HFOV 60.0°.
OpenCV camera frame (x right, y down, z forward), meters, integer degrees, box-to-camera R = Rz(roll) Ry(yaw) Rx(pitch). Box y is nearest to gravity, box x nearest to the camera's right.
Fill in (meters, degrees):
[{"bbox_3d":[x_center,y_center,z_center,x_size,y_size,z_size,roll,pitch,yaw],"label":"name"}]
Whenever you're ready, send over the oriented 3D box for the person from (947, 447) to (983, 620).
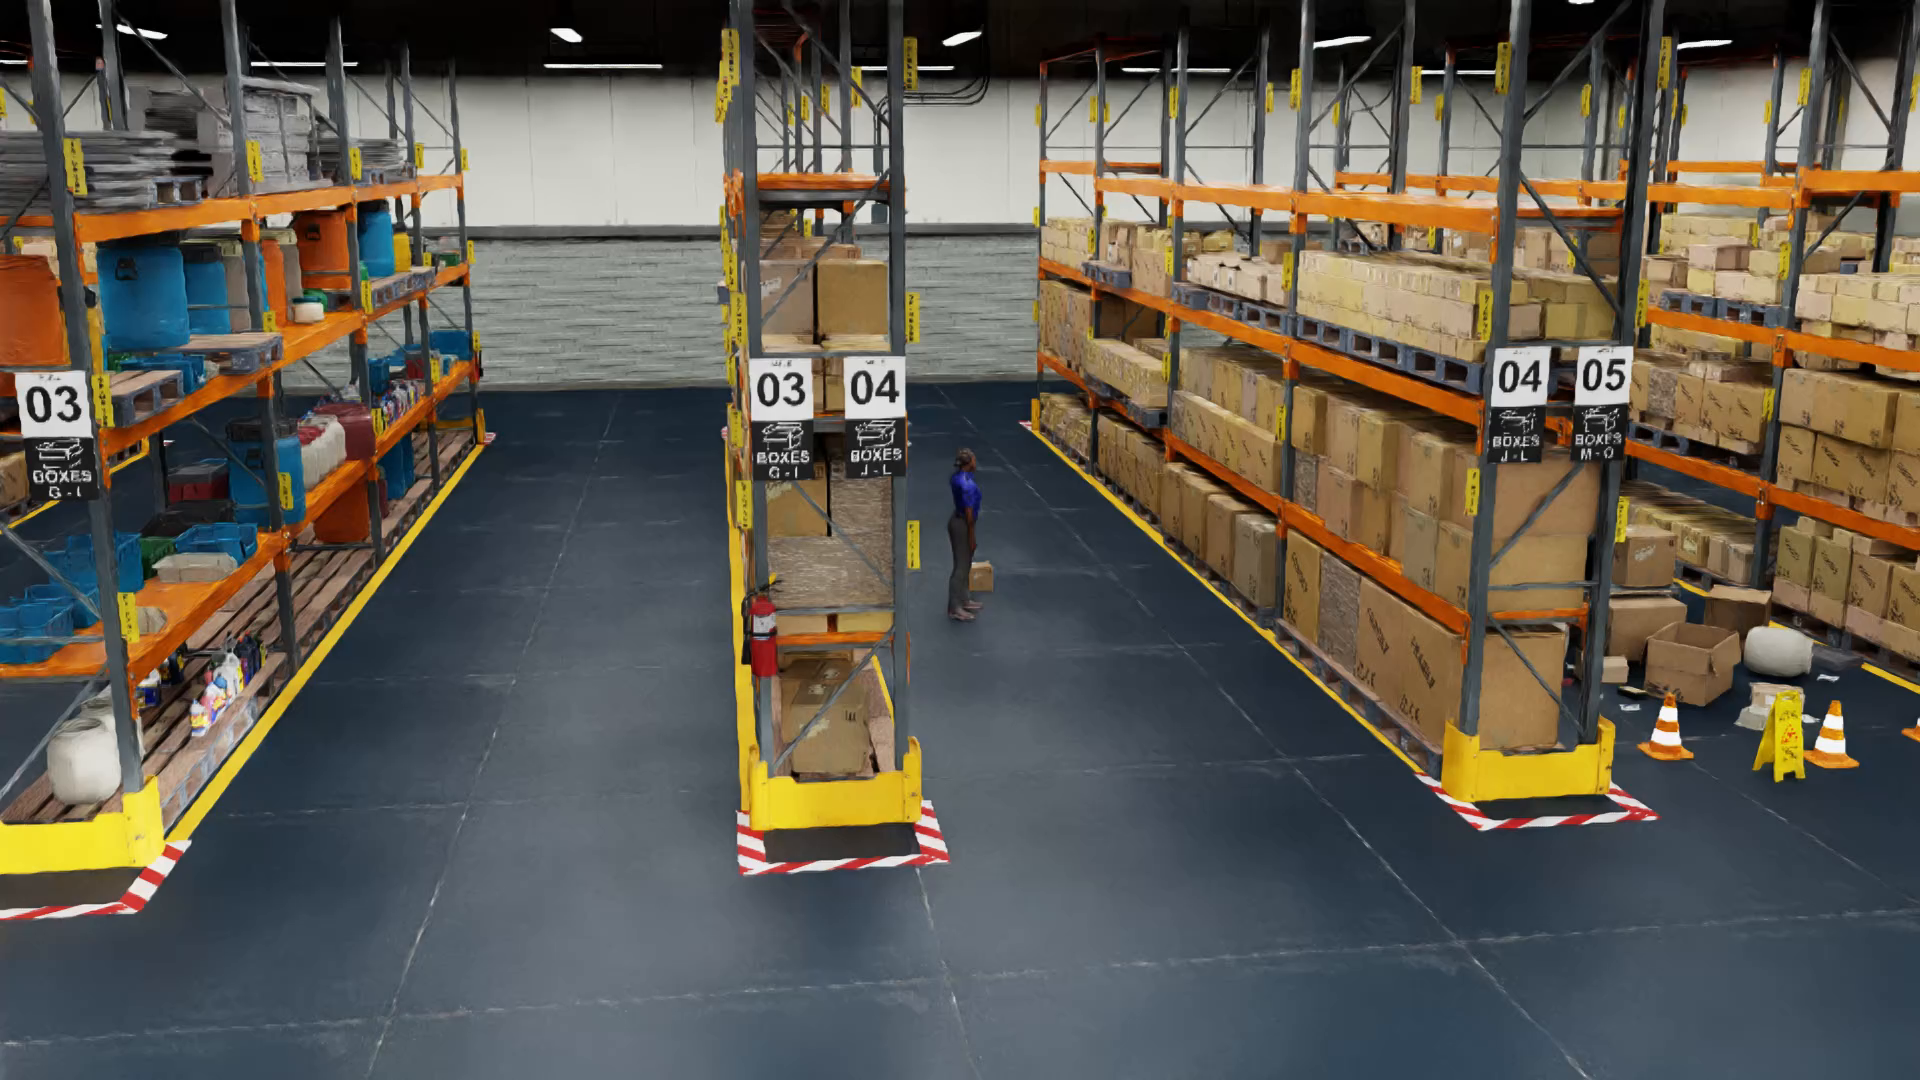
[{"bbox_3d":[0.050,-0.093,16.318,0.427,1.664,0.601,-4,14,-15],"label":"person"}]
